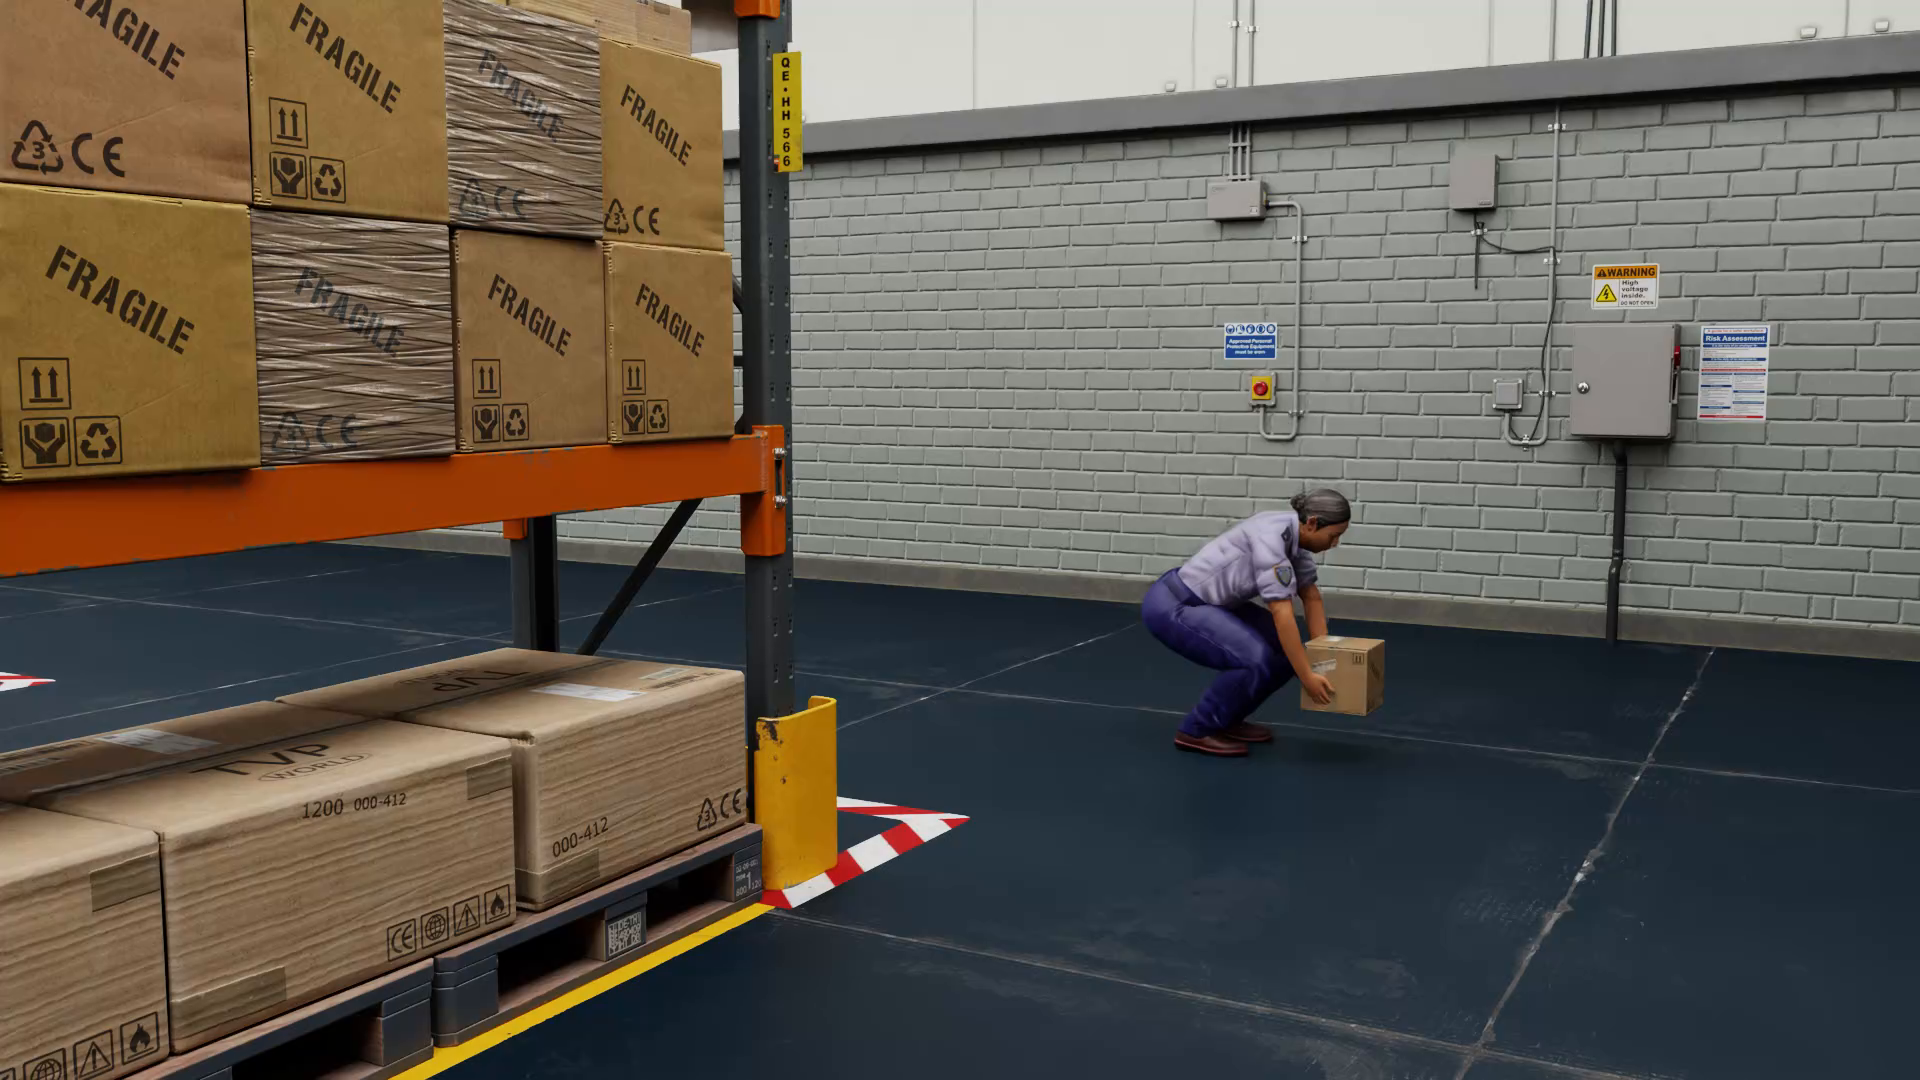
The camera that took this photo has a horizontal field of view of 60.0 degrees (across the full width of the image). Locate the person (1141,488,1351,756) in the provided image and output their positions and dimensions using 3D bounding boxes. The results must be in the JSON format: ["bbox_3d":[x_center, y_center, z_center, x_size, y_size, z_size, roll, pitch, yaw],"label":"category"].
[{"bbox_3d":[1.129,0.305,6.514,0.793,1.033,0.529,3,7,28],"label":"person"}]
